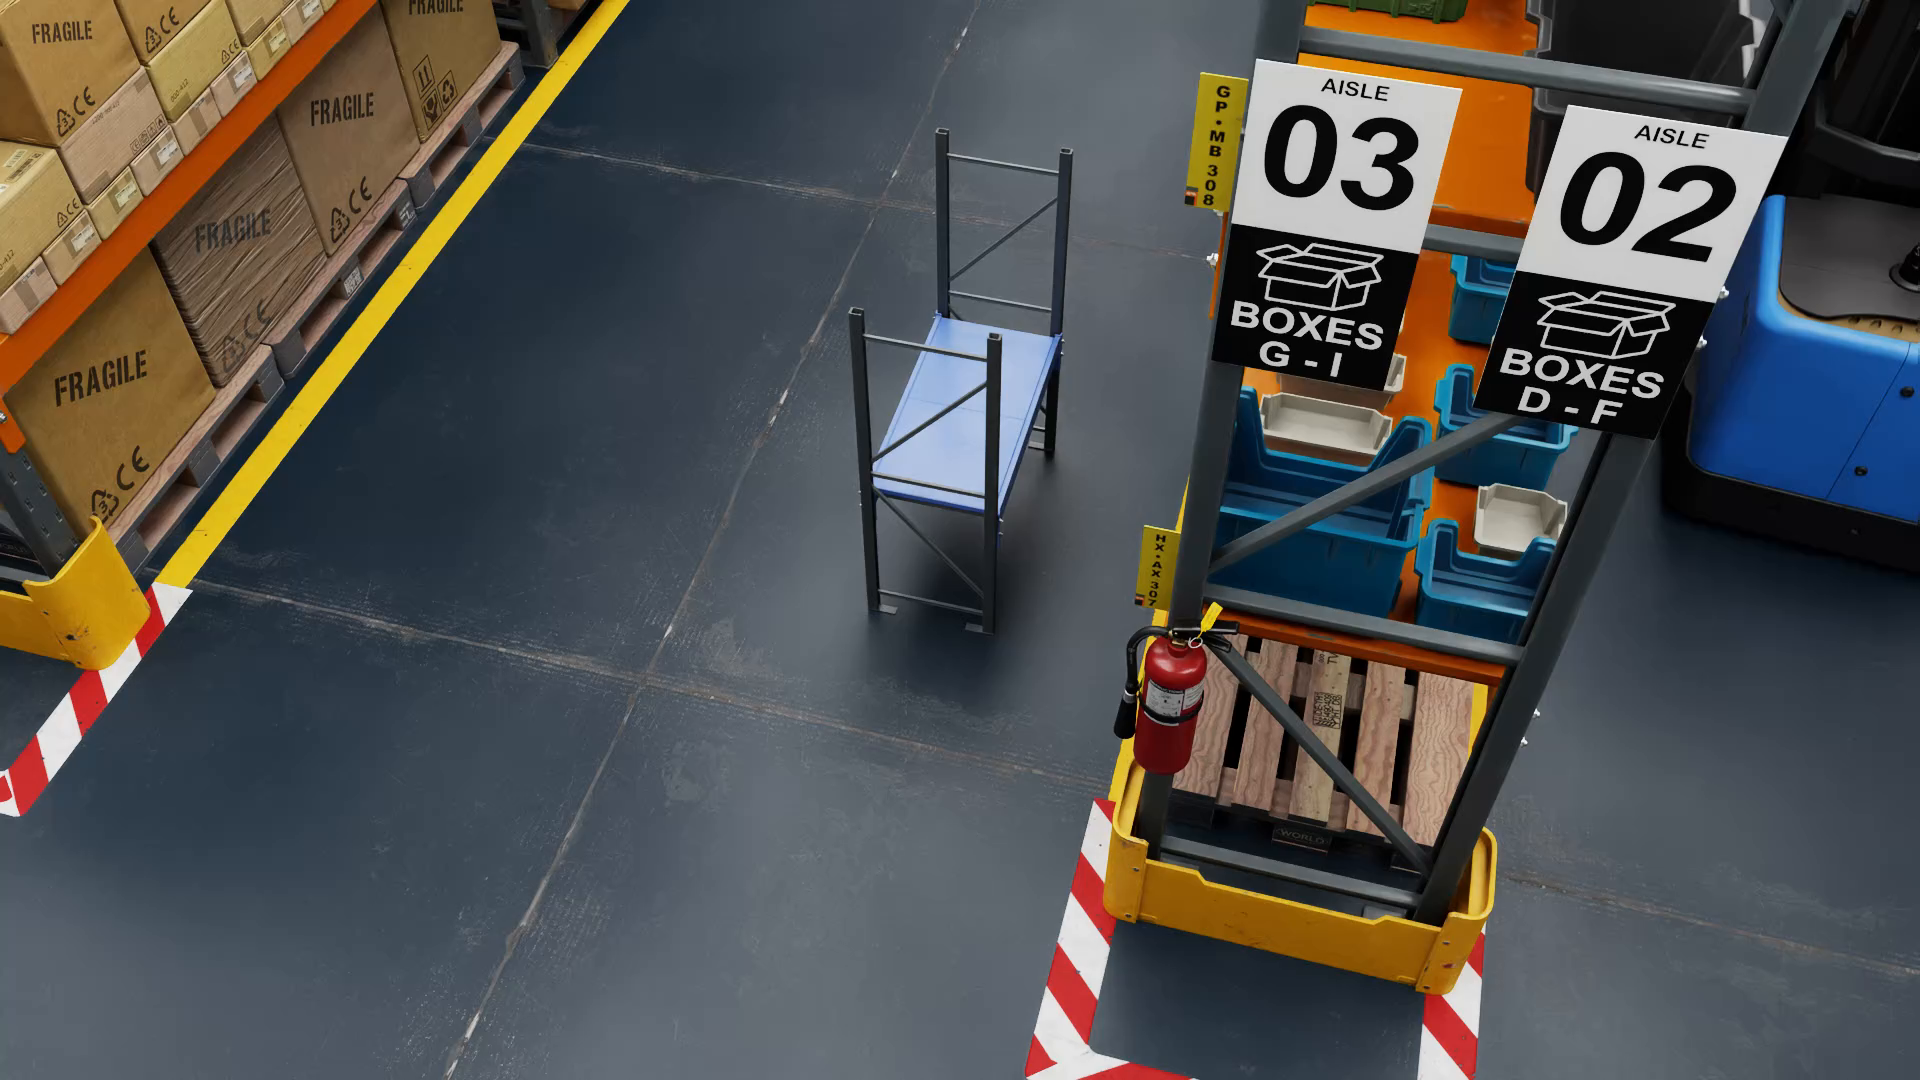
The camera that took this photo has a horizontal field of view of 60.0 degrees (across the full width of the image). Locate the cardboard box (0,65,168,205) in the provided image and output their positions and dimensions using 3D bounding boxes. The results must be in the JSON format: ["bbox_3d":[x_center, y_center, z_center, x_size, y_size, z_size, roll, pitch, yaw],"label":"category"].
[{"bbox_3d":[-3.193,-1.467,5.864,0.500,0.250,0.500,11,49,10],"label":"cardboard box"}]

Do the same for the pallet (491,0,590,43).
[{"bbox_3d":[-2.527,-3.290,9.432,1.003,0.211,1.213,12,50,10],"label":"pallet"}]

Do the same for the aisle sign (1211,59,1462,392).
[{"bbox_3d":[0.766,-0.635,3.495,0.394,0.787,0.004,12,50,10],"label":"aisle sign"}]

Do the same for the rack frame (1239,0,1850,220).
[{"bbox_3d":[1.068,-1.755,2.215,1.000,3.000,0.127,12,50,10],"label":"rack frame"}]

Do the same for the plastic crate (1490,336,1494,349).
[{"bbox_3d":[1.793,-0.522,5.265,0.250,0.136,0.298,12,50,10],"label":"plastic crate"}]

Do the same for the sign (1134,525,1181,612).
[{"bbox_3d":[0.533,0.080,4.489,0.100,0.325,0.005,12,50,10],"label":"sign"}]

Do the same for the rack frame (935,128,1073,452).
[{"bbox_3d":[0.156,-0.926,6.486,0.500,1.500,0.032,12,50,10],"label":"rack frame"}]

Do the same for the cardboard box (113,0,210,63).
[{"bbox_3d":[-3.061,-2.075,5.901,0.500,0.500,0.500,10,49,9],"label":"cardboard box"}]

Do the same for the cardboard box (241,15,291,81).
[{"bbox_3d":[-2.895,-1.968,6.573,0.380,0.149,0.250,10,49,9],"label":"cardboard box"}]

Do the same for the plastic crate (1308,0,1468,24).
[{"bbox_3d":[1.052,-1.462,4.099,0.450,0.188,0.336,12,50,10],"label":"plastic crate"}]

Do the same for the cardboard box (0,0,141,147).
[{"bbox_3d":[-3.192,-1.699,5.570,0.500,0.500,0.500,10,49,9],"label":"cardboard box"}]

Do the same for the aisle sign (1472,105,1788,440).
[{"bbox_3d":[1.336,-0.519,3.392,0.394,0.787,0.004,12,50,10],"label":"aisle sign"}]

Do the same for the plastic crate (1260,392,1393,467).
[{"bbox_3d":[1.108,-0.328,5.093,0.396,0.136,0.243,12,50,10],"label":"plastic crate"}]

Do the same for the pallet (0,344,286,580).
[{"bbox_3d":[-3.575,-0.418,6.897,1.003,0.211,1.213,12,50,10],"label":"pallet"}]

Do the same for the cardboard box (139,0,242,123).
[{"bbox_3d":[-3.057,-1.830,6.185,0.500,0.250,0.500,10,49,9],"label":"cardboard box"}]

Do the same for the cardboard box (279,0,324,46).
[{"bbox_3d":[-2.828,-2.158,6.741,0.380,0.149,0.250,12,50,11],"label":"cardboard box"}]

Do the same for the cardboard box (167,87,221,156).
[{"bbox_3d":[-3.030,-1.599,6.247,0.380,0.149,0.250,11,49,9],"label":"cardboard box"}]

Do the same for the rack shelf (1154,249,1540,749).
[{"bbox_3d":[1.594,-0.978,6.011,1.077,0.370,4.000,12,50,10],"label":"rack shelf"}]

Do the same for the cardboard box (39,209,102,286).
[{"bbox_3d":[-3.232,-1.041,5.755,0.380,0.149,0.250,11,49,9],"label":"cardboard box"}]

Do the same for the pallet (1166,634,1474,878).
[{"bbox_3d":[1.323,0.564,6.030,1.003,0.211,1.213,12,50,10],"label":"pallet"}]

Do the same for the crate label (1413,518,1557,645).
[{"bbox_3d":[1.451,0.152,4.605,0.416,0.233,0.303,12,50,10],"label":"crate label"}]

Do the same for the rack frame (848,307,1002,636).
[{"bbox_3d":[-0.111,-0.190,5.836,0.500,1.500,0.032,12,50,10],"label":"rack frame"}]

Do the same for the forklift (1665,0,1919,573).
[{"bbox_3d":[3.853,-1.970,6.453,1.130,2.935,3.031,16,50,13],"label":"forklift"}]

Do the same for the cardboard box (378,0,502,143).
[{"bbox_3d":[-2.908,-2.614,8.113,0.875,0.875,0.875,12,50,10],"label":"cardboard box"}]

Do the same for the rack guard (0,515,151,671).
[{"bbox_3d":[-3.717,0.098,6.249,1.175,0.500,0.348,12,50,10],"label":"rack guard"}]

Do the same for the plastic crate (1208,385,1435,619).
[{"bbox_3d":[0.976,-0.080,4.675,0.616,0.435,0.499,12,50,10],"label":"plastic crate"}]

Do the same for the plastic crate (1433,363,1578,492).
[{"bbox_3d":[1.624,-0.324,5.026,0.416,0.233,0.300,12,50,10],"label":"plastic crate"}]

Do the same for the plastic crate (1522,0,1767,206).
[{"bbox_3d":[1.438,-0.942,3.586,0.497,0.269,0.590,12,50,10],"label":"plastic crate"}]

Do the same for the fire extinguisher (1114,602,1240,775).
[{"bbox_3d":[0.590,0.399,4.616,0.296,0.674,0.183,12,50,10],"label":"fire extinguisher"}]

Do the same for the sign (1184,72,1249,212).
[{"bbox_3d":[0.533,-0.824,3.465,0.100,0.325,0.005,12,50,10],"label":"sign"}]

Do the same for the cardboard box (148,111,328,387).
[{"bbox_3d":[-3.379,-1.320,6.970,0.875,0.875,0.875,12,50,10],"label":"cardboard box"}]

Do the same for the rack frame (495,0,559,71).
[{"bbox_3d":[-2.657,-3.640,7.881,1.000,3.000,0.127,12,50,10],"label":"rack frame"}]

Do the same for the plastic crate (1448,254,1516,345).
[{"bbox_3d":[1.797,-0.800,5.446,0.416,0.233,0.300,12,50,10],"label":"plastic crate"}]

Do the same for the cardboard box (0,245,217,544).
[{"bbox_3d":[-3.619,-0.661,6.389,0.875,0.875,0.875,12,50,10],"label":"cardboard box"}]

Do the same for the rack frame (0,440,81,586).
[{"bbox_3d":[-3.710,-0.747,5.327,1.000,3.000,0.127,12,50,10],"label":"rack frame"}]

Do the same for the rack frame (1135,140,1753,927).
[{"bbox_3d":[1.068,0.231,4.465,1.000,3.000,0.127,12,50,10],"label":"rack frame"}]

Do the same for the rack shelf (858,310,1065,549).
[{"bbox_3d":[0.022,-0.439,6.296,0.538,0.185,1.000,12,50,10],"label":"rack shelf"}]

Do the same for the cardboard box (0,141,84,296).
[{"bbox_3d":[-3.323,-1.090,5.531,0.500,0.250,0.500,10,49,9],"label":"cardboard box"}]

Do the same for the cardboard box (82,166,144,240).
[{"bbox_3d":[-3.165,-1.227,5.918,0.380,0.149,0.250,11,49,9],"label":"cardboard box"}]

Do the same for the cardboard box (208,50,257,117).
[{"bbox_3d":[-2.962,-1.786,6.412,0.380,0.149,0.250,11,50,10],"label":"cardboard box"}]

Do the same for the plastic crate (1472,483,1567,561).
[{"bbox_3d":[1.615,-0.031,4.832,0.250,0.136,0.298,12,50,10],"label":"plastic crate"}]

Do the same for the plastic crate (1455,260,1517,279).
[{"bbox_3d":[1.876,-1.017,5.637,0.416,0.233,0.300,12,50,10],"label":"plastic crate"}]

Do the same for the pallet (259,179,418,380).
[{"bbox_3d":[-3.252,-1.298,7.673,1.003,0.211,1.213,12,50,10],"label":"pallet"}]

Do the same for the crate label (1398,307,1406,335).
[{"bbox_3d":[1.248,-0.741,5.458,0.396,0.136,0.243,12,50,10],"label":"crate label"}]

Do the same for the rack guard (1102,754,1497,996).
[{"bbox_3d":[1.074,1.078,5.384,1.175,0.500,0.348,12,50,10],"label":"rack guard"}]

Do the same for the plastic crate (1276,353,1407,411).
[{"bbox_3d":[1.198,-0.534,5.276,0.396,0.136,0.243,12,50,10],"label":"plastic crate"}]

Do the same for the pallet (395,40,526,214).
[{"bbox_3d":[-2.933,-2.183,8.455,1.003,0.211,1.213,12,50,10],"label":"pallet"}]

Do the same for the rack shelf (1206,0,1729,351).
[{"bbox_3d":[1.594,-1.971,4.887,1.077,0.370,4.000,12,50,10],"label":"rack shelf"}]

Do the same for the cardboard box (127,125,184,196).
[{"bbox_3d":[-3.098,-1.415,6.085,0.380,0.149,0.250,11,49,9],"label":"cardboard box"}]

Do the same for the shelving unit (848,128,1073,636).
[{"bbox_3d":[0.022,-0.558,6.161,0.538,1.500,1.048,12,50,10],"label":"shelving unit"}]

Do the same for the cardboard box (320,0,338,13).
[{"bbox_3d":[-2.760,-2.342,6.903,0.380,0.149,0.250,11,49,9],"label":"cardboard box"}]

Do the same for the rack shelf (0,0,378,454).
[{"bbox_3d":[-3.184,-1.955,6.874,1.077,0.370,4.000,12,50,10],"label":"rack shelf"}]

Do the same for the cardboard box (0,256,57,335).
[{"bbox_3d":[-3.298,-0.855,5.591,0.380,0.149,0.250,12,50,10],"label":"cardboard box"}]

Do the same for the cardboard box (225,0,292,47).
[{"bbox_3d":[-2.925,-2.208,6.519,0.500,0.250,0.500,11,49,9],"label":"cardboard box"}]

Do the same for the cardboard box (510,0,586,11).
[{"bbox_3d":[-2.508,-3.543,8.932,1.225,0.875,0.875,12,50,10],"label":"cardboard box"}]

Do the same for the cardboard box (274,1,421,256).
[{"bbox_3d":[-3.145,-1.963,7.538,0.875,0.875,0.875,12,50,10],"label":"cardboard box"}]
